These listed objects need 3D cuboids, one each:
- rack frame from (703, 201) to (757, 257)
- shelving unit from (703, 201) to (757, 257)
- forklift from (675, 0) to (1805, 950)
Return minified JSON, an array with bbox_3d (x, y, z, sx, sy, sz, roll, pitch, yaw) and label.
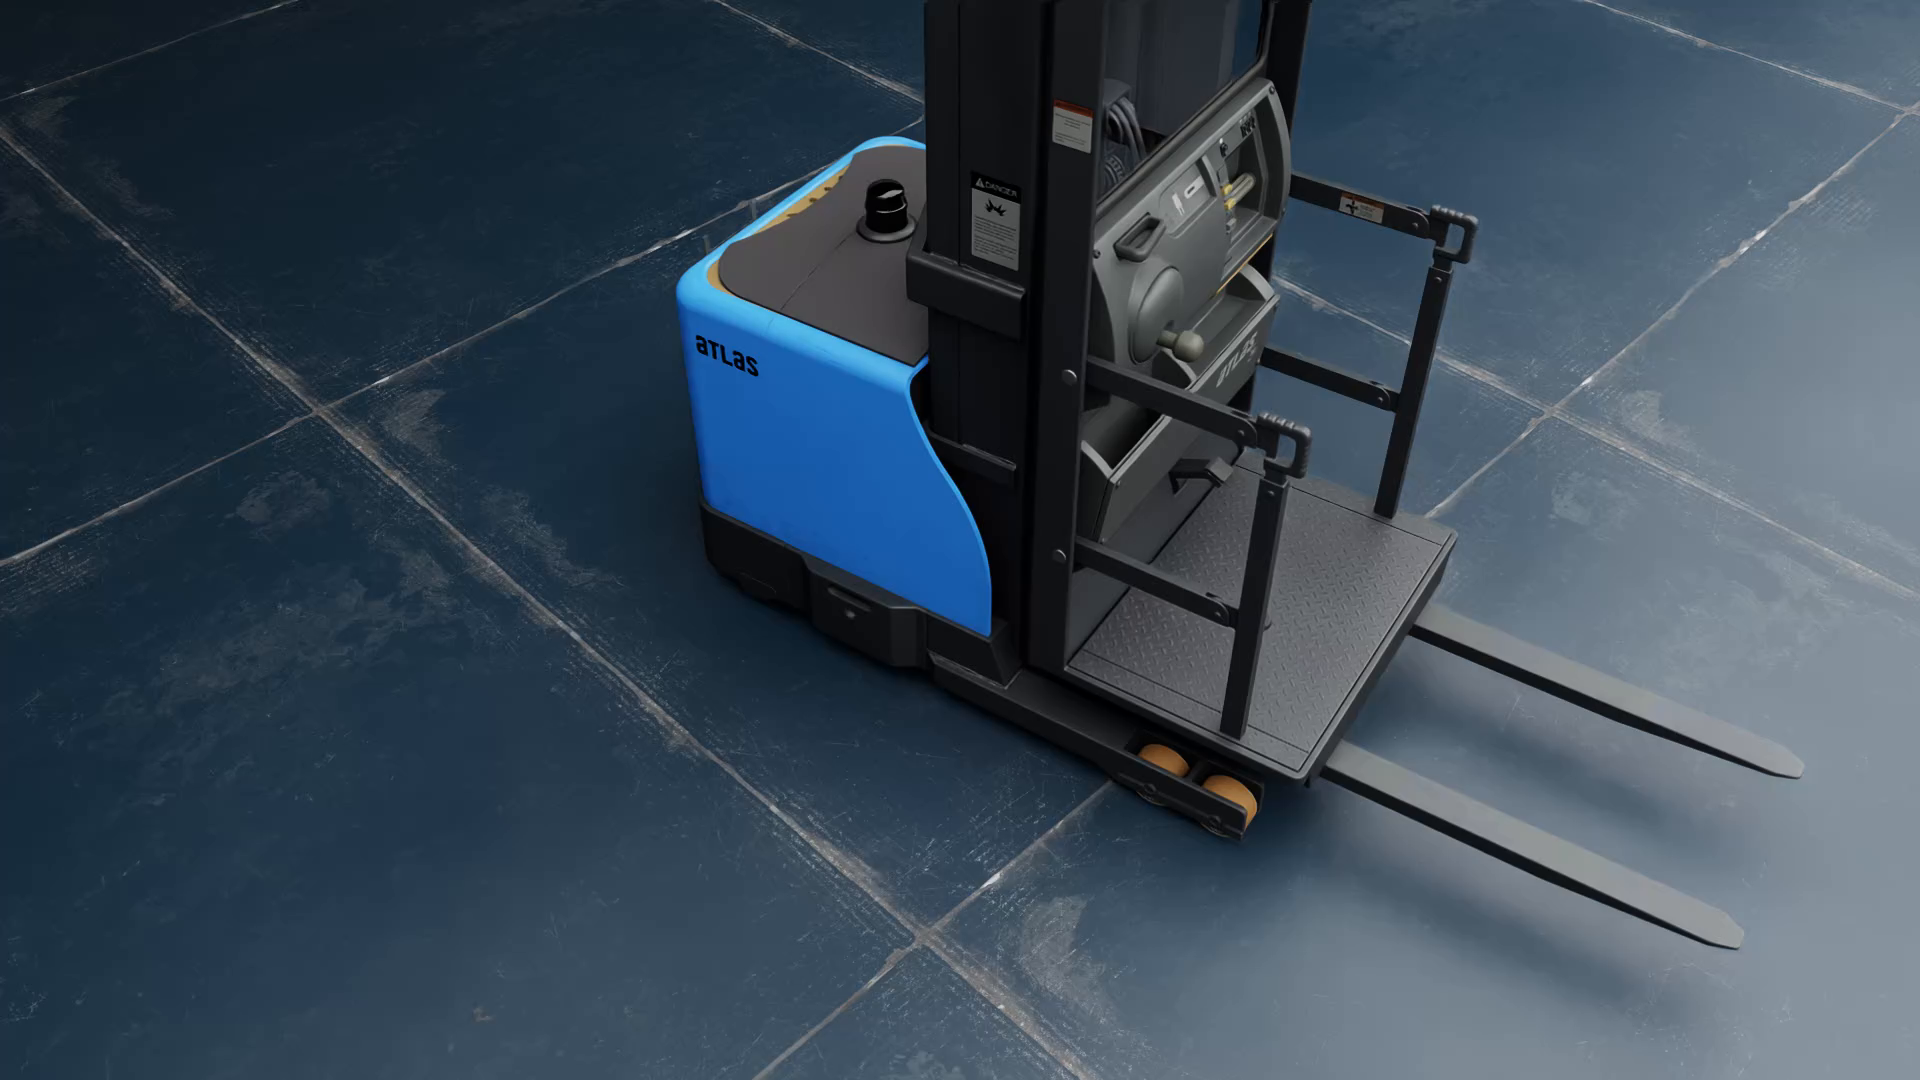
[{"bbox_3d":[-0.688,-0.626,5.264,0.006,0.900,0.240,24,48,24],"label":"rack frame"},{"bbox_3d":[-0.603,-0.588,5.223,0.210,0.900,0.258,24,48,24],"label":"shelving unit"},{"bbox_3d":[0.735,-0.706,3.855,3.031,2.935,1.130,24,48,24],"label":"forklift"}]
